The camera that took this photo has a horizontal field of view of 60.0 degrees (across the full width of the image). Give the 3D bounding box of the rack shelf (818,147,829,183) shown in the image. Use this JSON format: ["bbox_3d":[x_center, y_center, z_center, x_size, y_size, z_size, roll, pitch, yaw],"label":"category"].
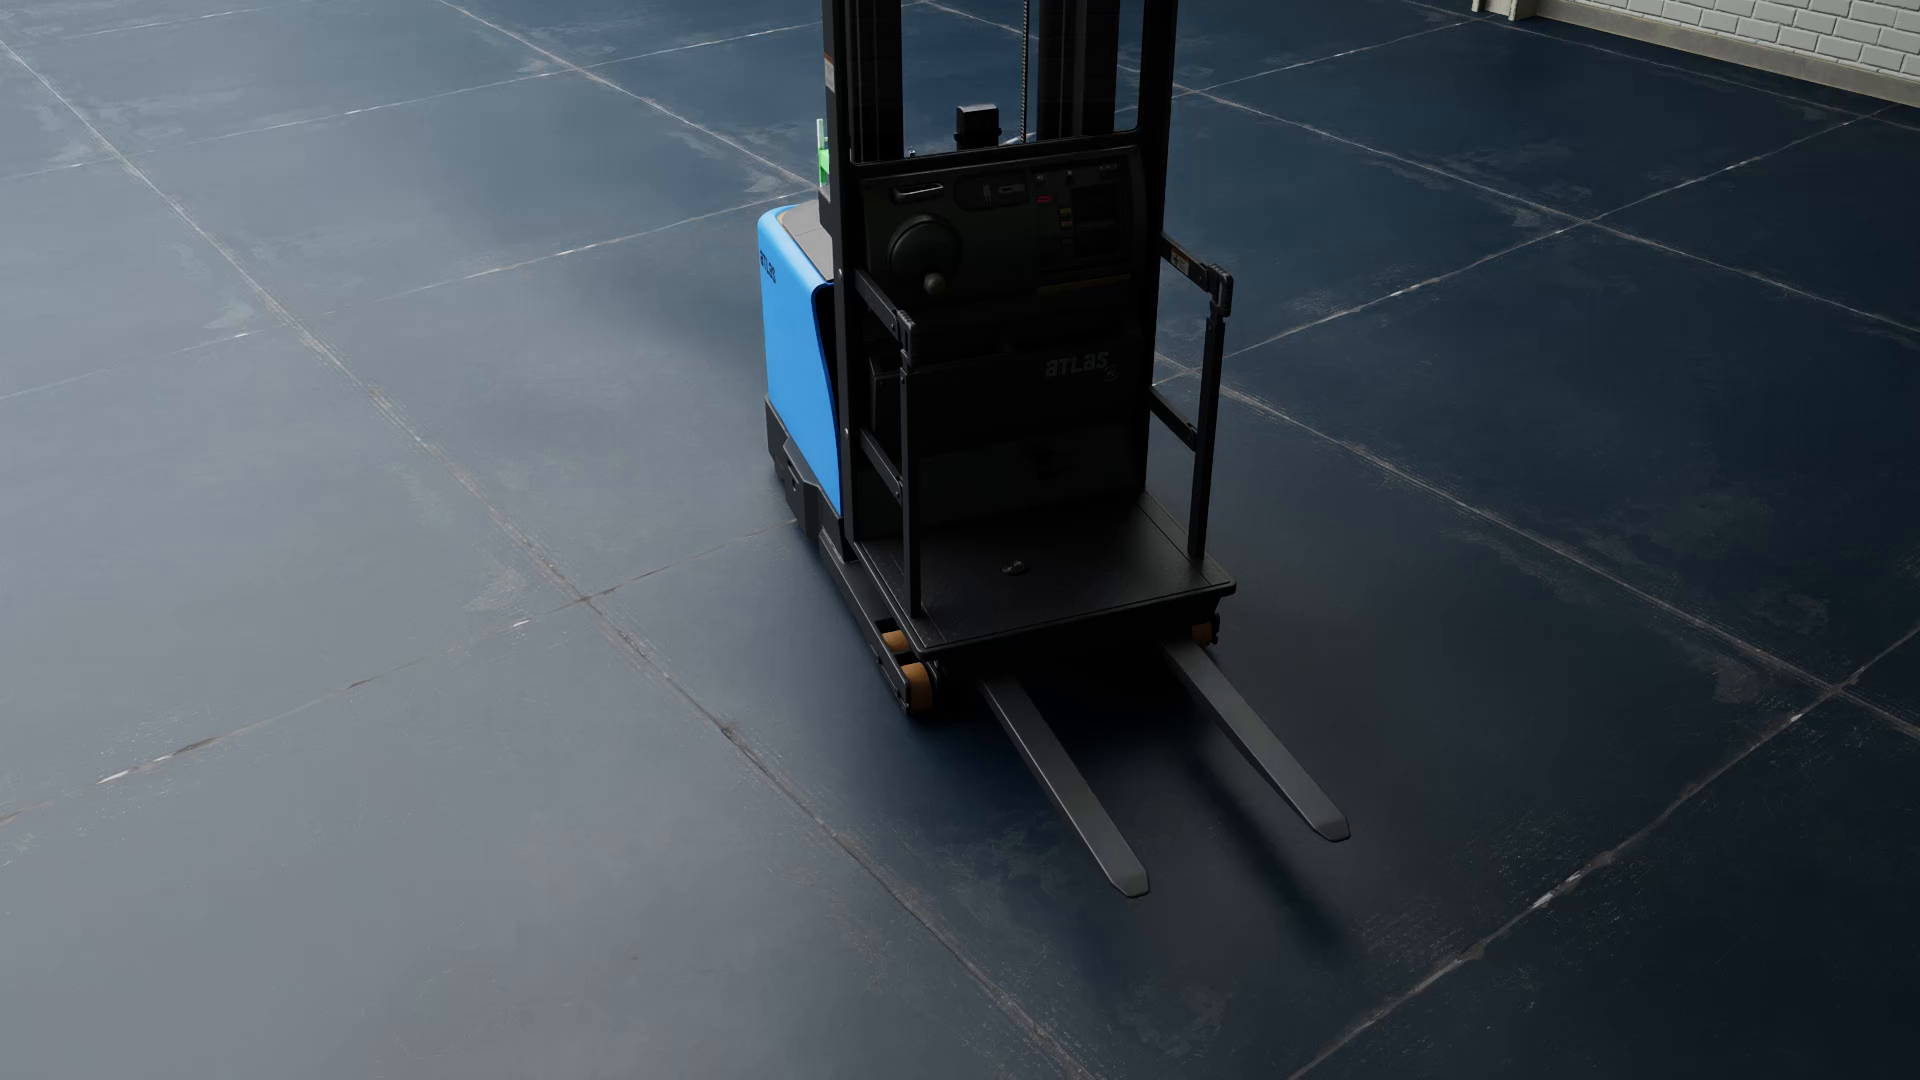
[{"bbox_3d":[-0.375,-1.437,6.638,0.258,0.148,0.480,-11,34,-17],"label":"rack shelf"}]

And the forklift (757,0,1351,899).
[{"bbox_3d":[0.222,-0.934,4.975,1.130,2.935,3.031,-11,34,-17],"label":"forklift"}]

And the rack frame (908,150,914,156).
[{"bbox_3d":[-0.290,-0.963,6.663,0.240,1.200,0.015,-11,34,-17],"label":"rack frame"}]

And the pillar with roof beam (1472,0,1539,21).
[{"bbox_3d":[0.786,-6.486,8.163,9.100,9.000,0.400,-22,38,-31],"label":"pillar with roof beam"}]

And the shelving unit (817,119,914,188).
[{"bbox_3d":[-0.375,-1.083,6.857,0.258,1.200,0.503,-11,34,-17],"label":"shelving unit"}]

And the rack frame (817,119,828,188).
[{"bbox_3d":[-0.461,-1.204,7.051,0.240,1.200,0.015,-11,34,-17],"label":"rack frame"}]
